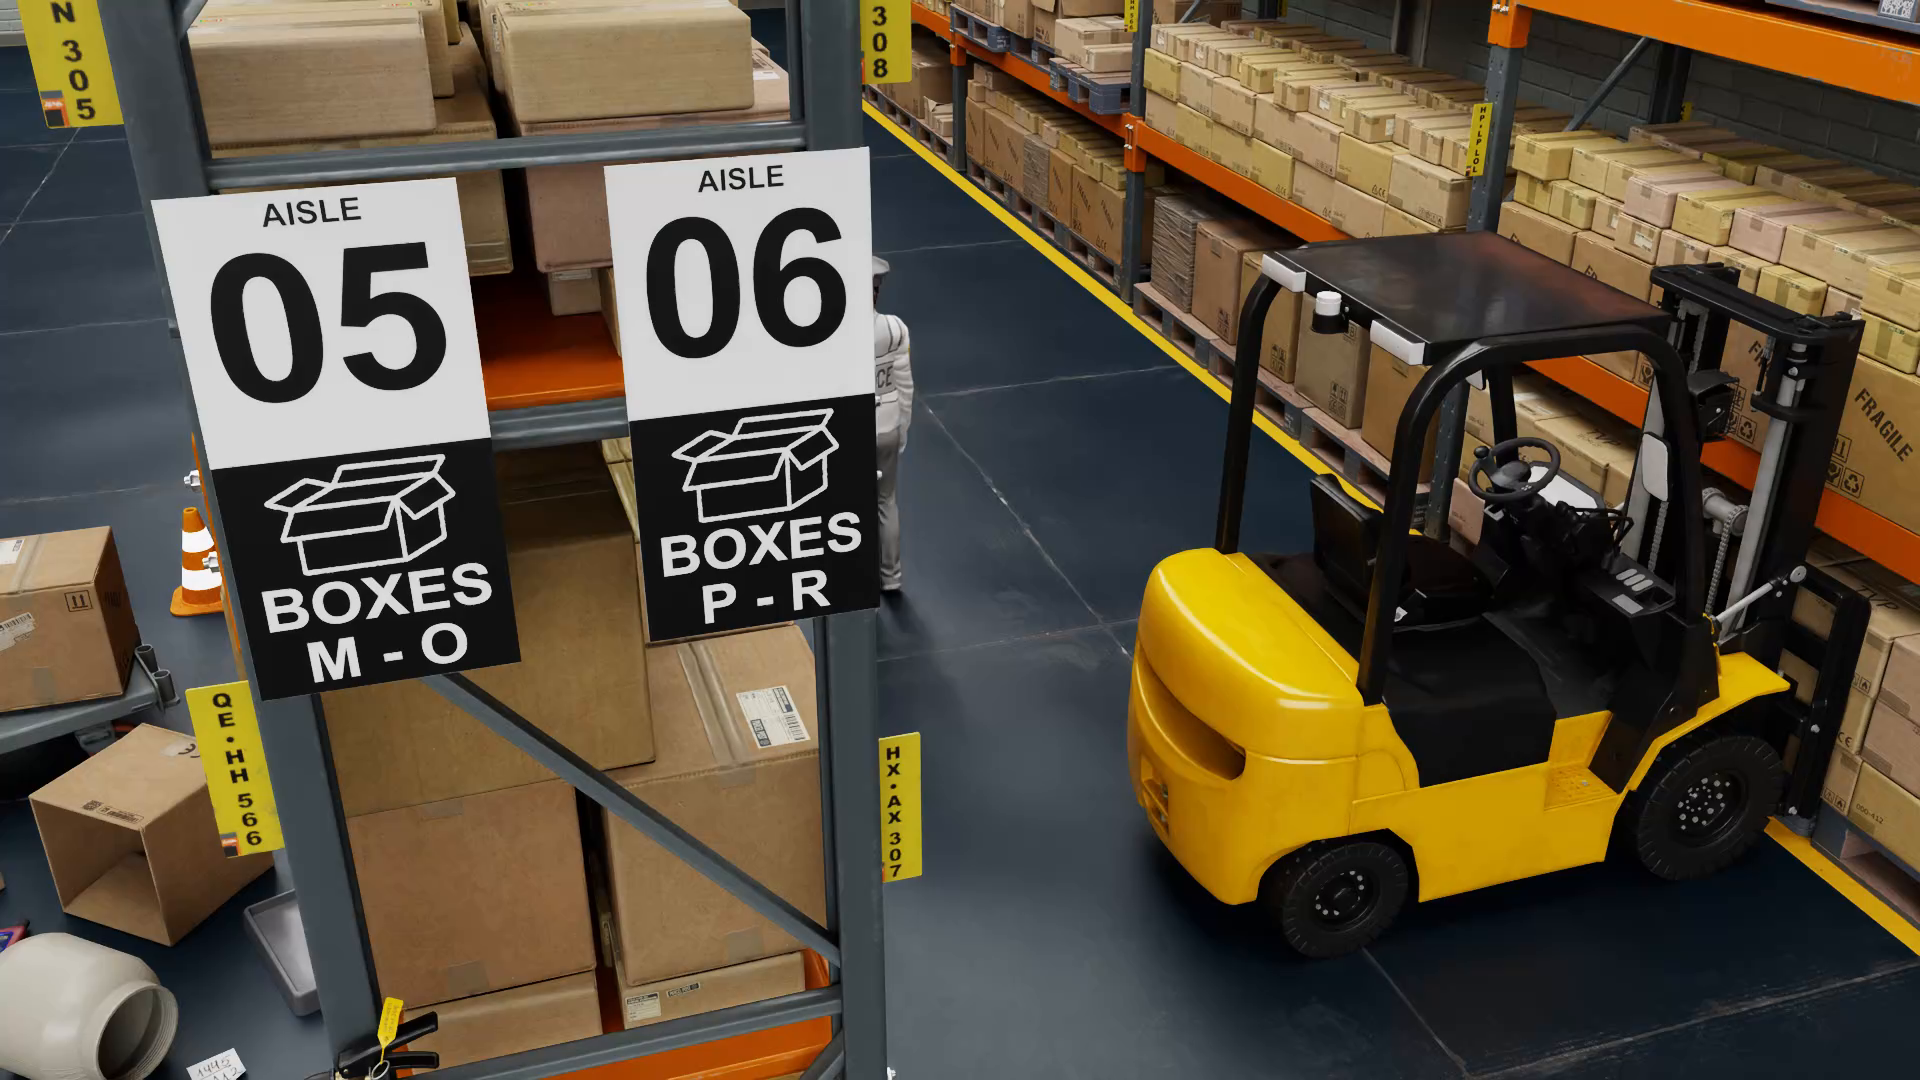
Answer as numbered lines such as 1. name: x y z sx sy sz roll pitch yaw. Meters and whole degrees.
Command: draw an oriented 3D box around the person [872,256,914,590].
1. person: -0.473 -0.465 7.558 0.500 1.719 0.387 -11 29 -22
